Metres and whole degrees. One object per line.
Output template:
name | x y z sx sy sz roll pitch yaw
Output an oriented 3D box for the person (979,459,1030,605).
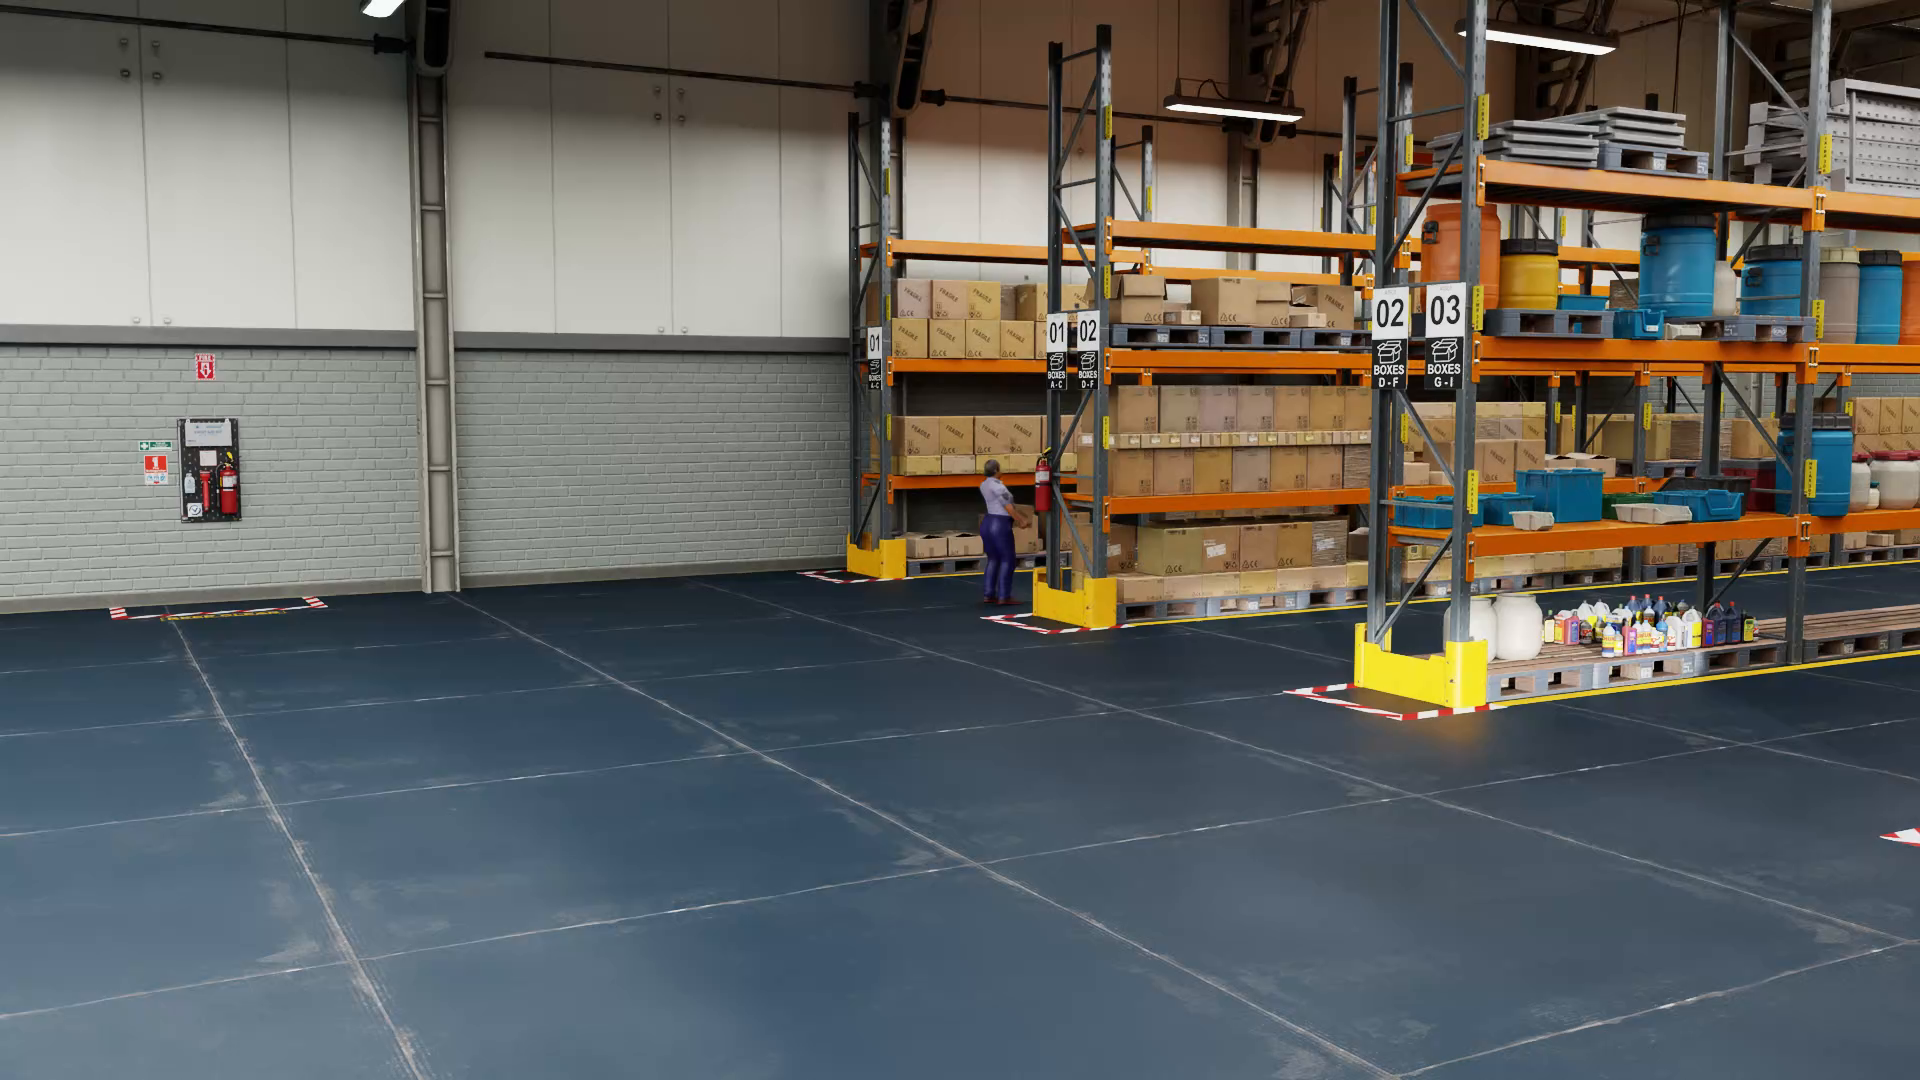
person | 0.493 -0.096 18.723 0.524 1.636 0.453 -3 6 -28
